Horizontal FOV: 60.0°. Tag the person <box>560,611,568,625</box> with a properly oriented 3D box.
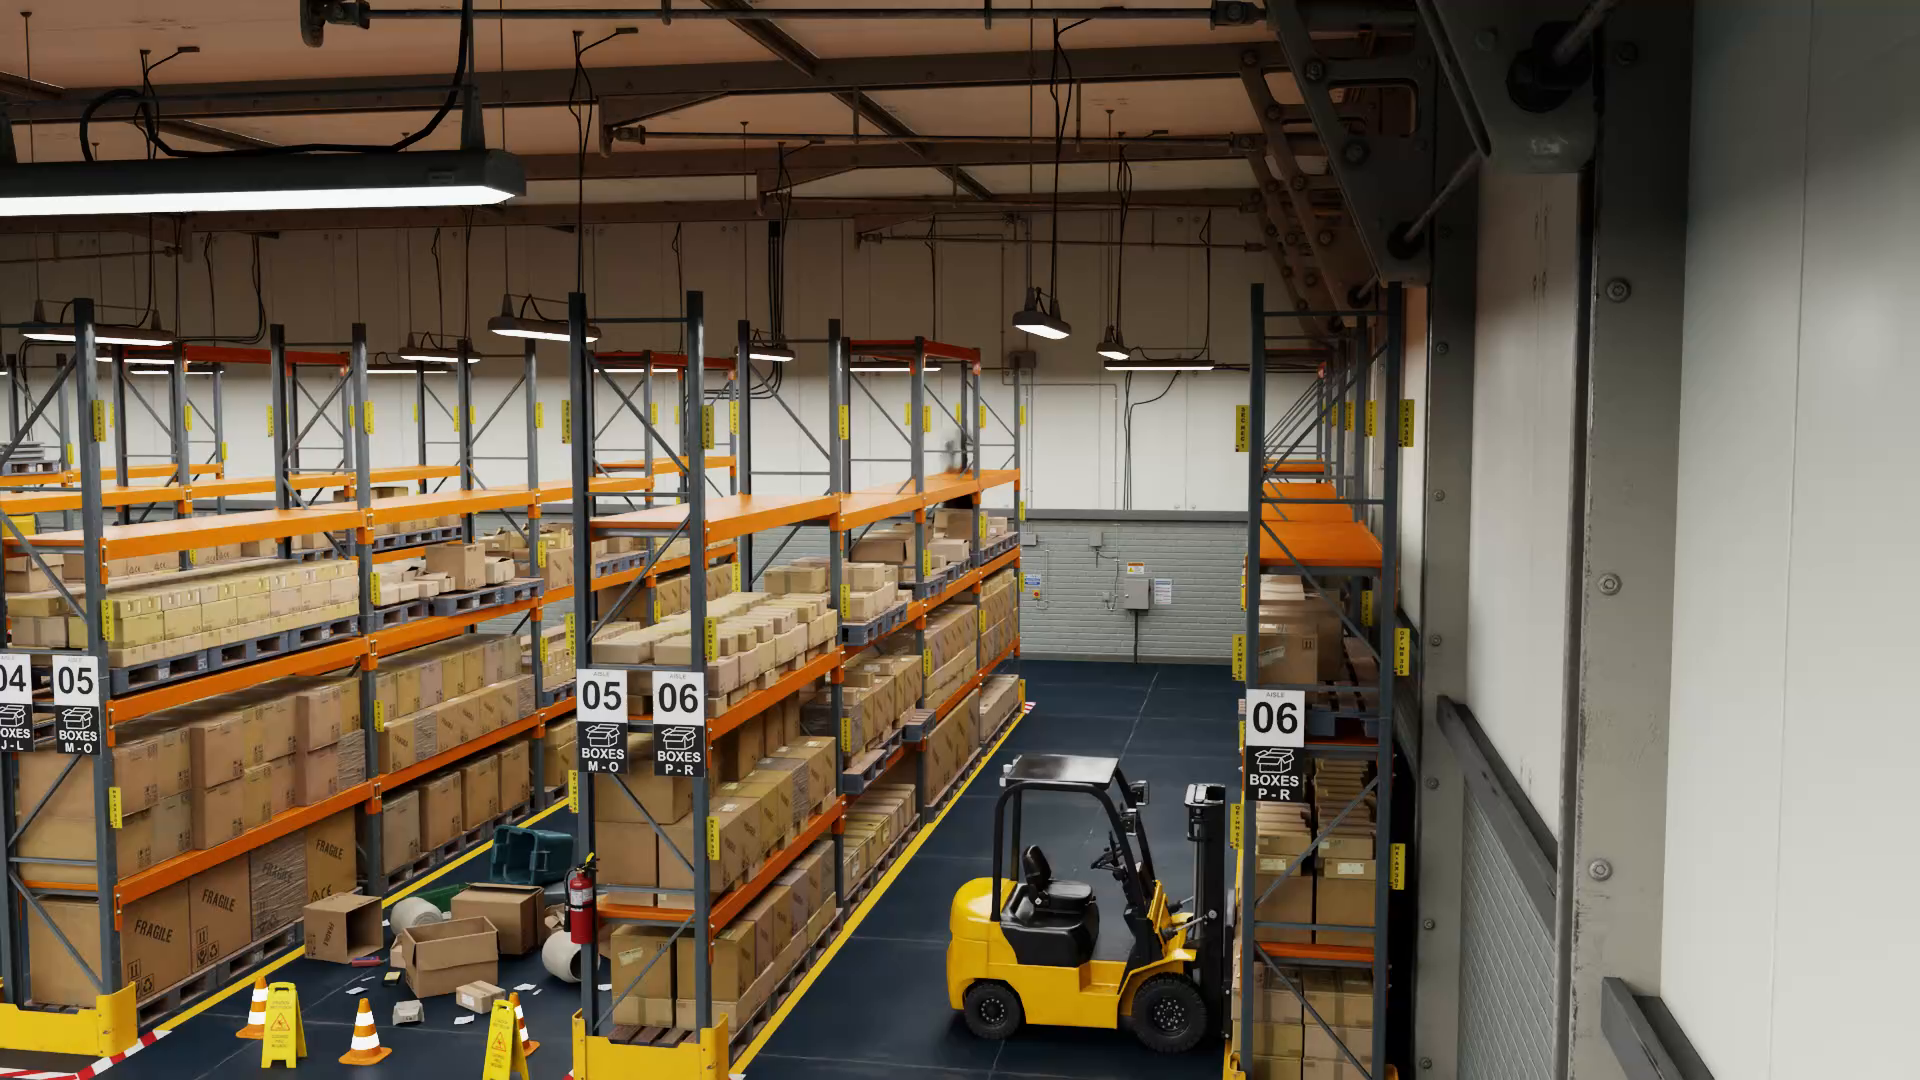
[{"bbox_3d":[-6.450,2.053,27.612,0.656,1.775,0.844,1,5,18],"label":"person"}]
